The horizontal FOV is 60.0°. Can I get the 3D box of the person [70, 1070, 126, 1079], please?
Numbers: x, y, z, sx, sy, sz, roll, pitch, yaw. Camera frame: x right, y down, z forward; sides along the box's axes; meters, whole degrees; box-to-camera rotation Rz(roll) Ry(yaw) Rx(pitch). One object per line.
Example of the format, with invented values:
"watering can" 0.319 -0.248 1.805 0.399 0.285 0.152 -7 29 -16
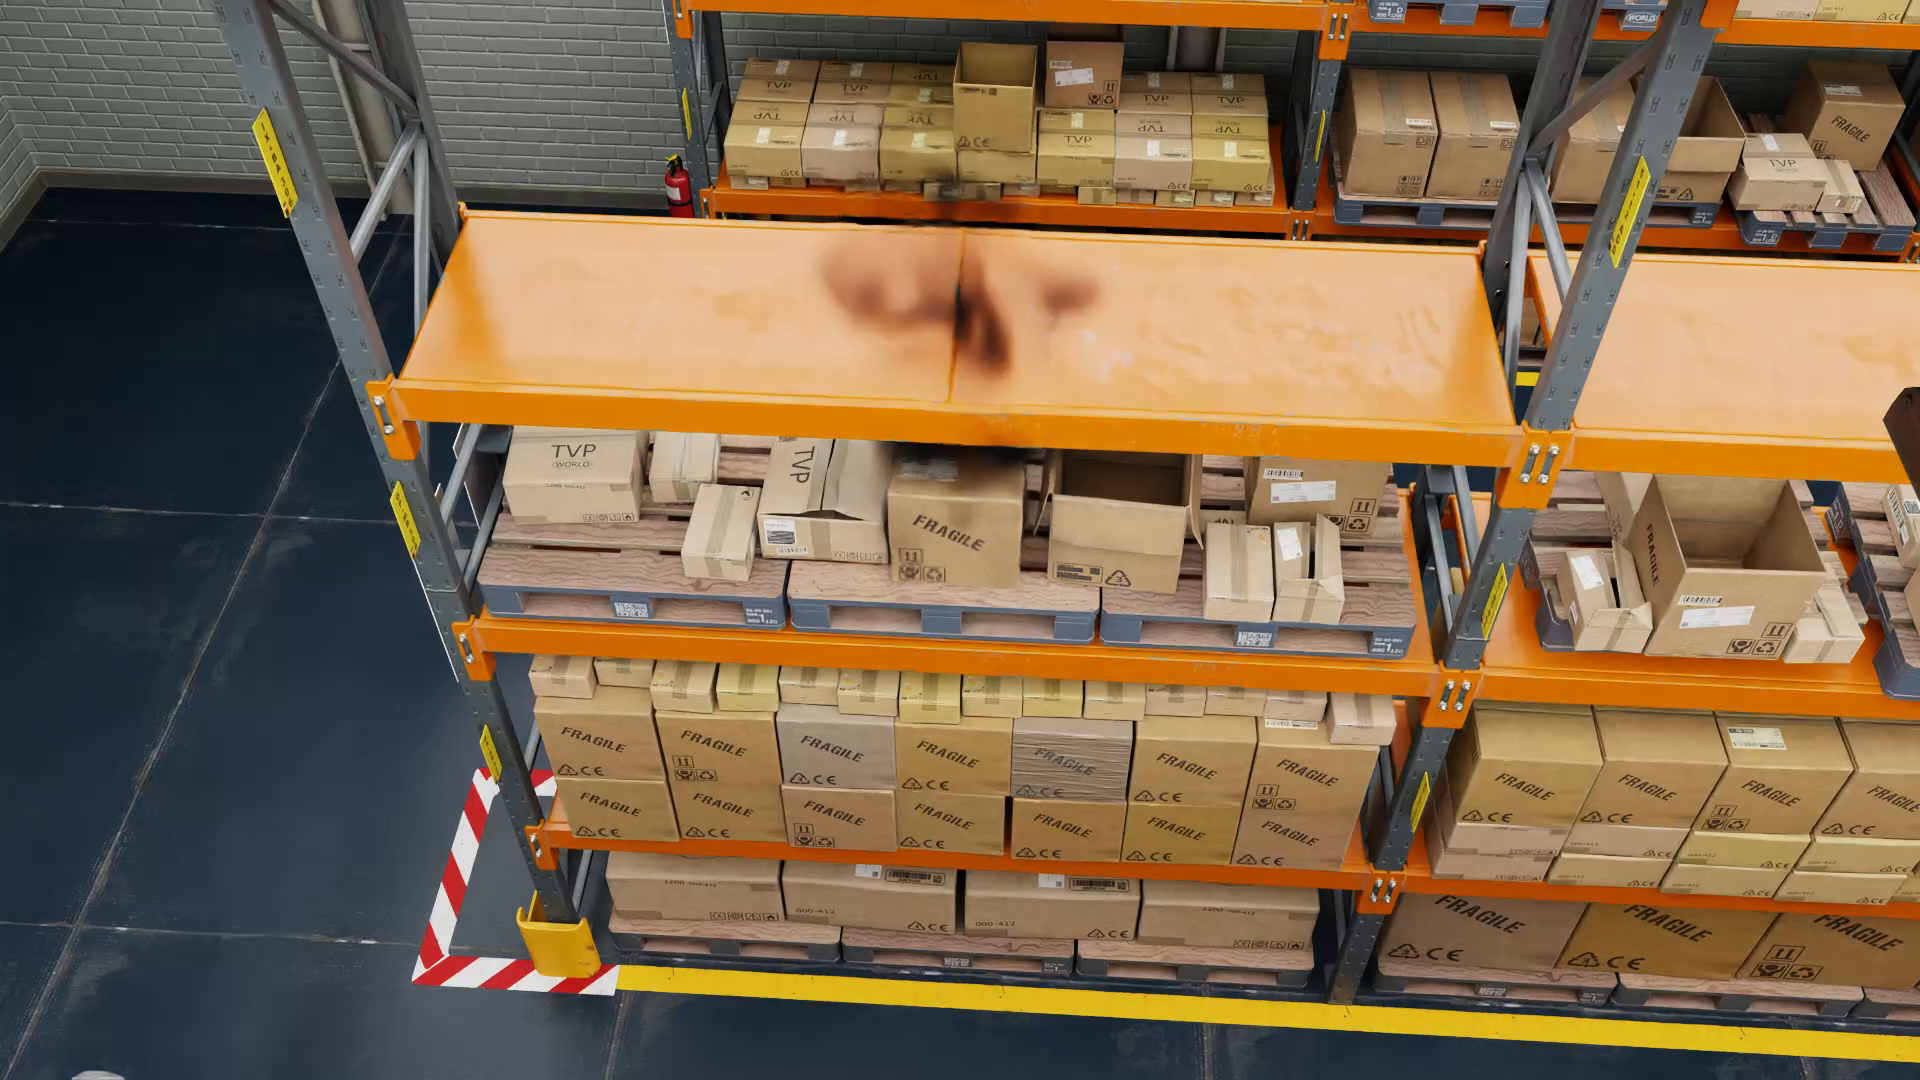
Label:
"person" -3.408 2.724 7.105 0.635 1.798 0.771 5 48 5
